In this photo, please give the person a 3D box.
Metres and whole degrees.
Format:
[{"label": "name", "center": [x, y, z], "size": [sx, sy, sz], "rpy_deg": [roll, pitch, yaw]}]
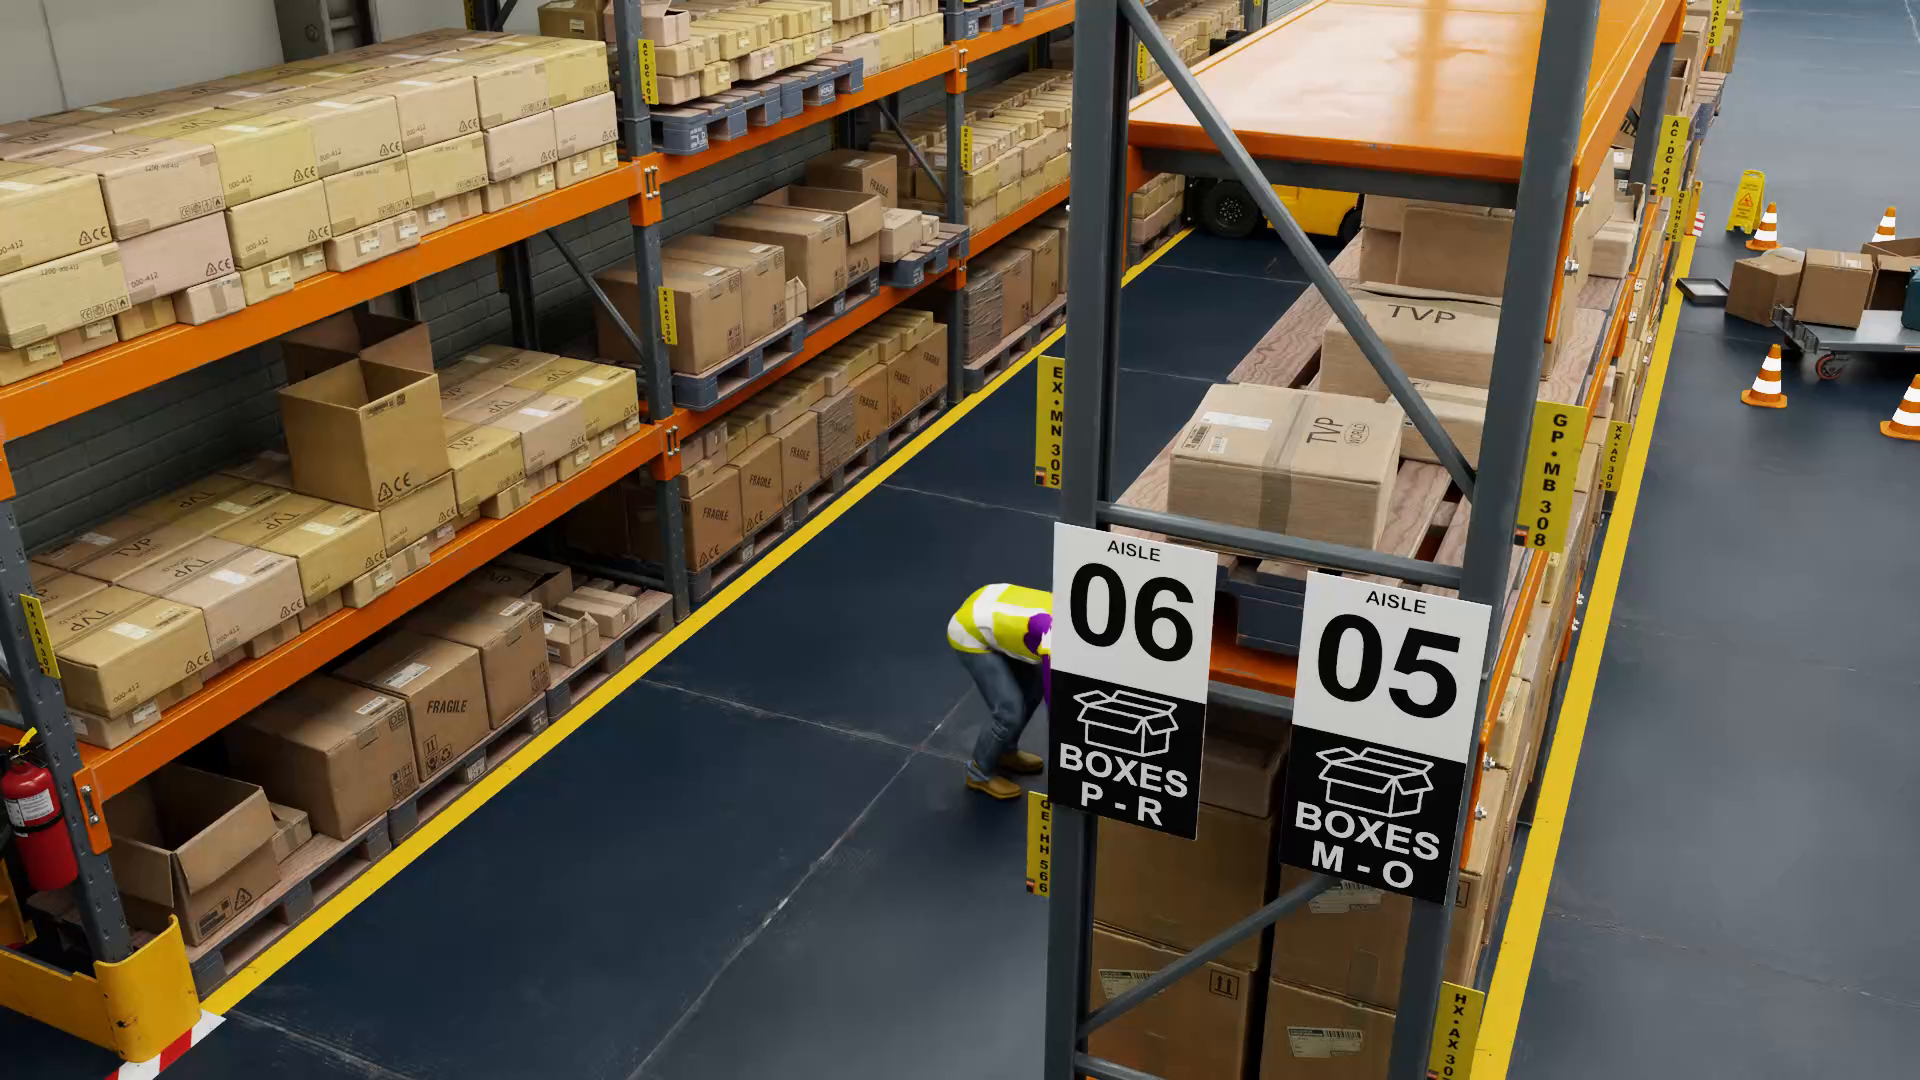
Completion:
[{"label": "person", "center": [0.429, 0.765, 8.274], "size": [0.981, 1.096, 0.478], "rpy_deg": [10, 28, 20]}]
